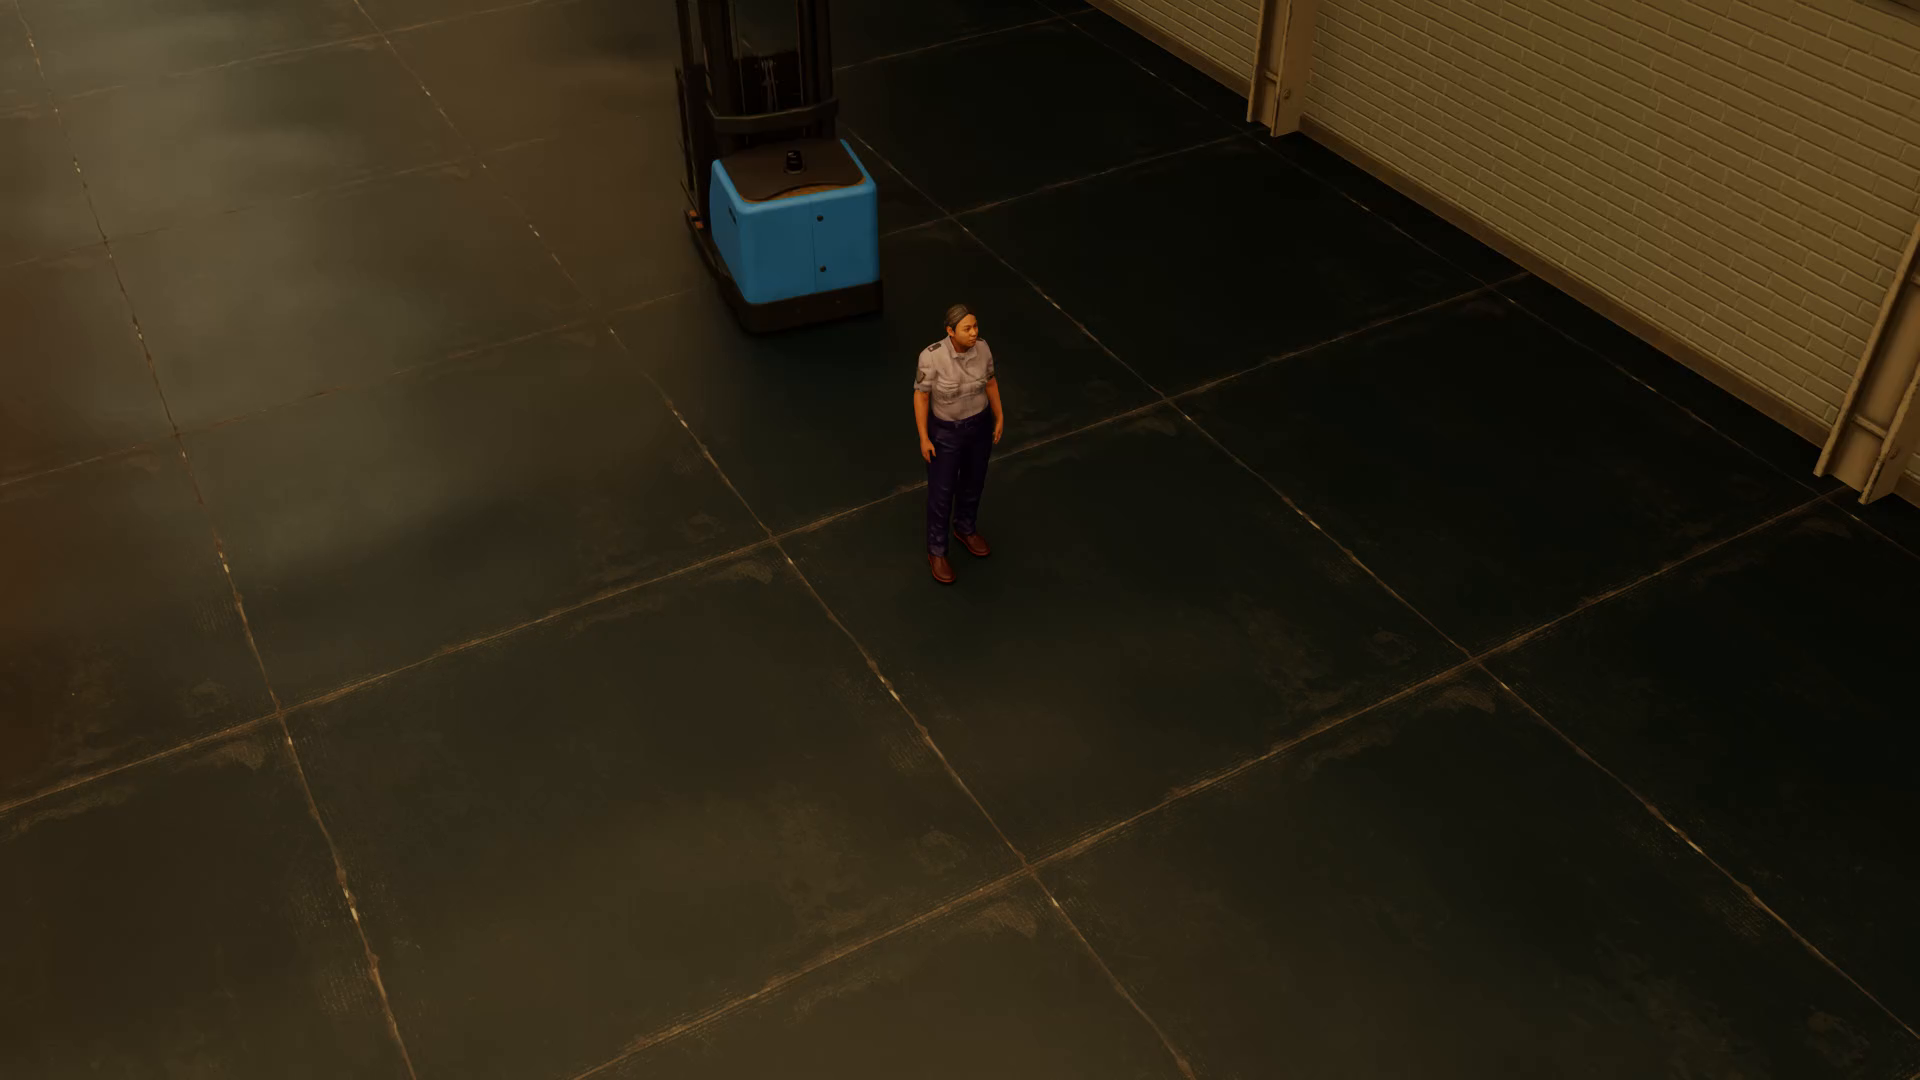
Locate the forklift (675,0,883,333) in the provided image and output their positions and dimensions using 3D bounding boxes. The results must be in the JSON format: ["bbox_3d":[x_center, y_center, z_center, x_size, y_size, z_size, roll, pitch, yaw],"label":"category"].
[{"bbox_3d":[-1.558,-3.570,12.340,1.130,2.935,3.031,-13,42,-16],"label":"forklift"}]

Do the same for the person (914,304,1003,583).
[{"bbox_3d":[0.025,-0.584,9.733,0.598,1.651,0.503,-20,44,-23],"label":"person"}]
